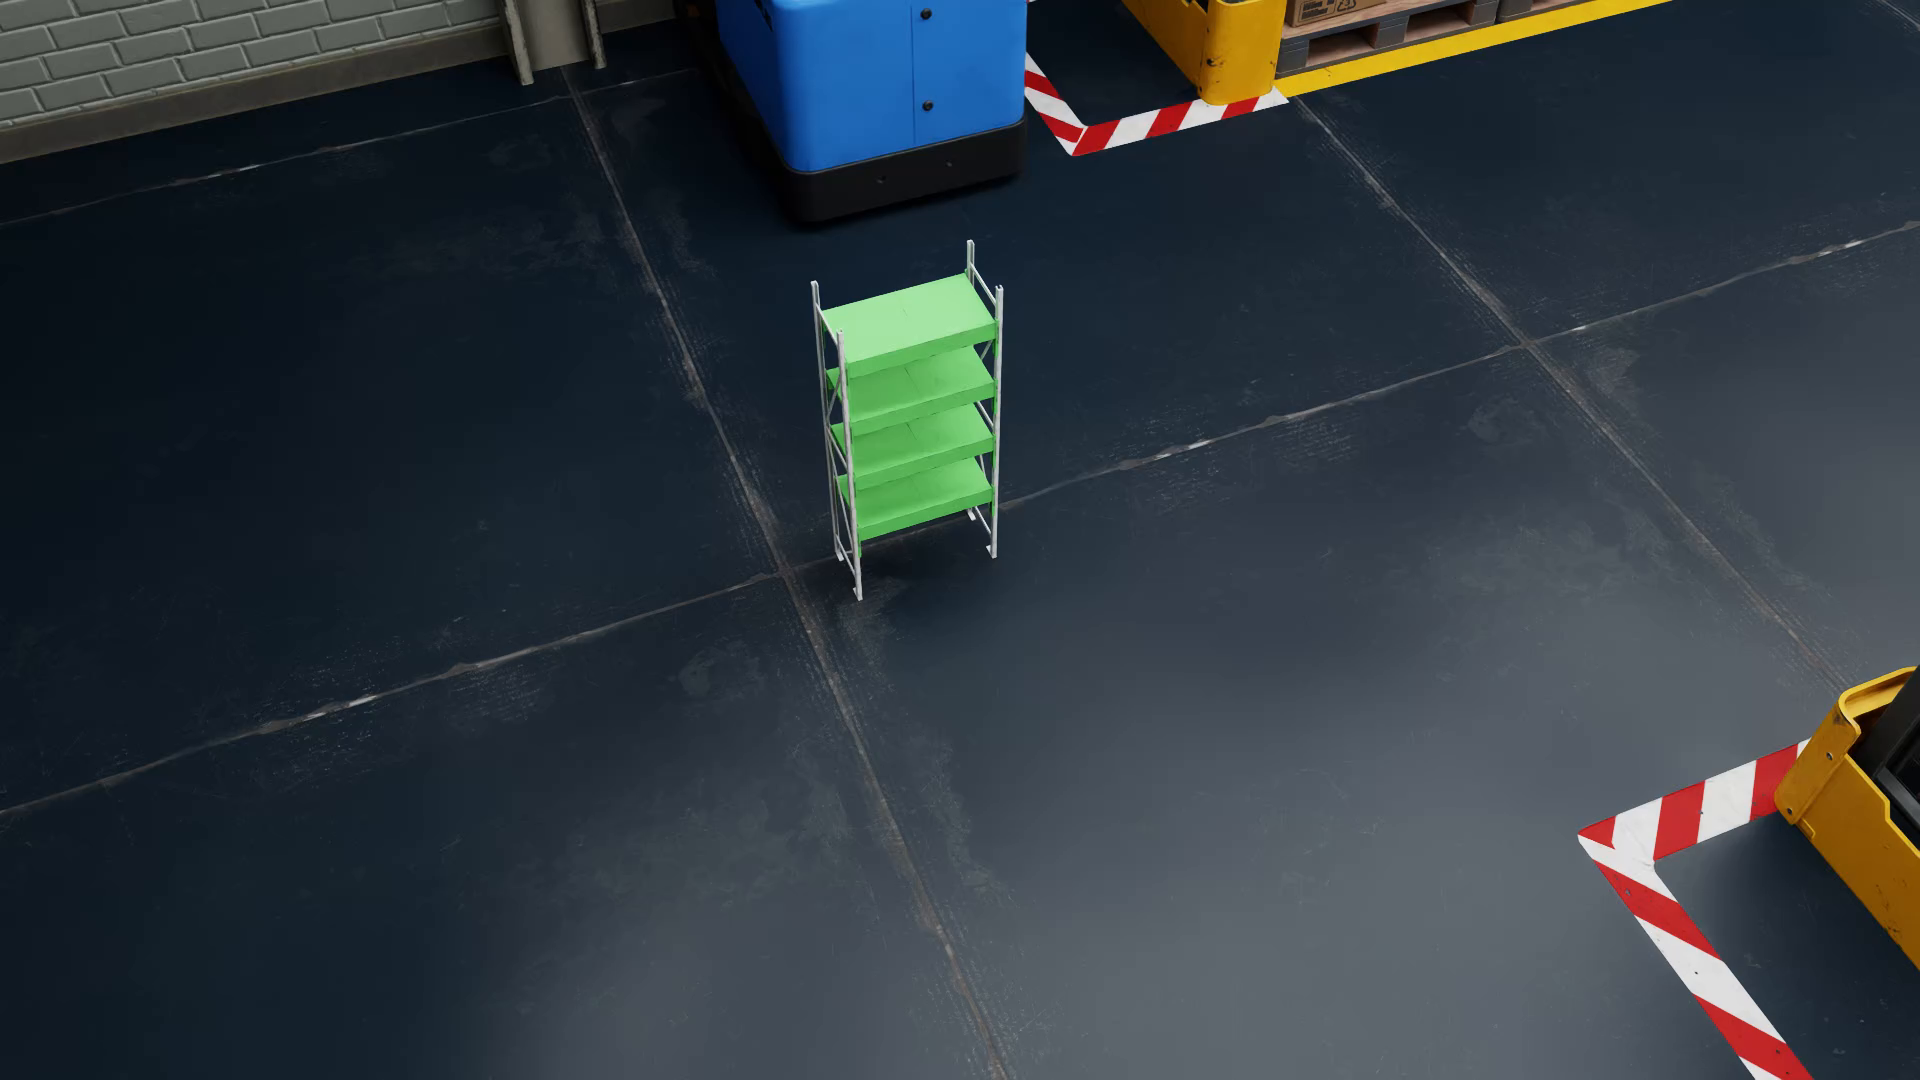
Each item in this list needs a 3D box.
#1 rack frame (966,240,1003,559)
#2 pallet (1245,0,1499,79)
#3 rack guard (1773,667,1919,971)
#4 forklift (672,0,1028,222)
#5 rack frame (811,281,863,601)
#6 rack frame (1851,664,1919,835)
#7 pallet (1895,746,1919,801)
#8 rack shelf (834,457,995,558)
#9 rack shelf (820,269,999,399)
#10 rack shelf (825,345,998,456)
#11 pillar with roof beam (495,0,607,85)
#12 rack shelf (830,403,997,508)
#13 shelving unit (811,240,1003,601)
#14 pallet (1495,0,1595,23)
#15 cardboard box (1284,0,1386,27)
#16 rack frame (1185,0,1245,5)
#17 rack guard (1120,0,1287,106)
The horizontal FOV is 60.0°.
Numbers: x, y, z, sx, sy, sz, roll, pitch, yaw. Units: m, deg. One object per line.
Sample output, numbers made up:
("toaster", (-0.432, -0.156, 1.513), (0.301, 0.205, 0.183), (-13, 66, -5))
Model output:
("rack frame", (0.073, -0.413, 5.314), (0.015, 1.200, 0.240), (-17, 52, -14))
("pallet", (1.789, -2.678, 7.911), (1.213, 0.211, 1.003), (-17, 52, -14))
("rack guard", (2.839, 0.971, 4.586), (0.348, 0.500, 1.175), (-17, 52, -14))
("forklift", (-0.733, -3.391, 6.730), (1.130, 2.935, 3.031), (-17, 51, -14))
("rack frame", (-0.379, -0.273, 5.194), (0.015, 1.200, 0.240), (-17, 52, -14))
("rack frame", (2.861, 0.150, 3.644), (0.127, 3.000, 1.000), (-17, 52, -14))
("pallet", (3.572, 0.774, 4.946), (1.213, 0.211, 1.003), (-17, 52, -14))
("rack shelf", (-0.153, -0.145, 5.485), (0.480, 0.148, 0.258), (-17, 52, -14))
("rack shelf", (-0.153, -0.614, 4.938), (0.480, 0.148, 0.258), (-17, 52, -14))
("rack shelf", (-0.153, -0.458, 5.120), (0.480, 0.148, 0.258), (-17, 52, -14))
("pillar with roof beam", (-0.228, -2.126, 1.644), (0.400, 9.000, 9.100), (-17, 52, -14))
("rack shelf", (-0.153, -0.302, 5.302), (0.480, 0.148, 0.258), (-17, 52, -14))
("shelving unit", (-0.153, -0.343, 5.254), (0.503, 1.200, 0.258), (-17, 52, -14))
("pallet", (2.917, -3.025, 8.209), (1.213, 0.211, 1.003), (-17, 52, -14))
("cardboard box", (1.583, -2.768, 7.518), (0.637, 0.503, 0.797), (-19, 52, -16))
("rack frame", (0.981, -3.335, 6.637), (0.127, 3.000, 1.000), (-17, 52, -14))
("rack guard", (1.052, -2.543, 7.604), (0.348, 0.500, 1.175), (-17, 52, -14))
